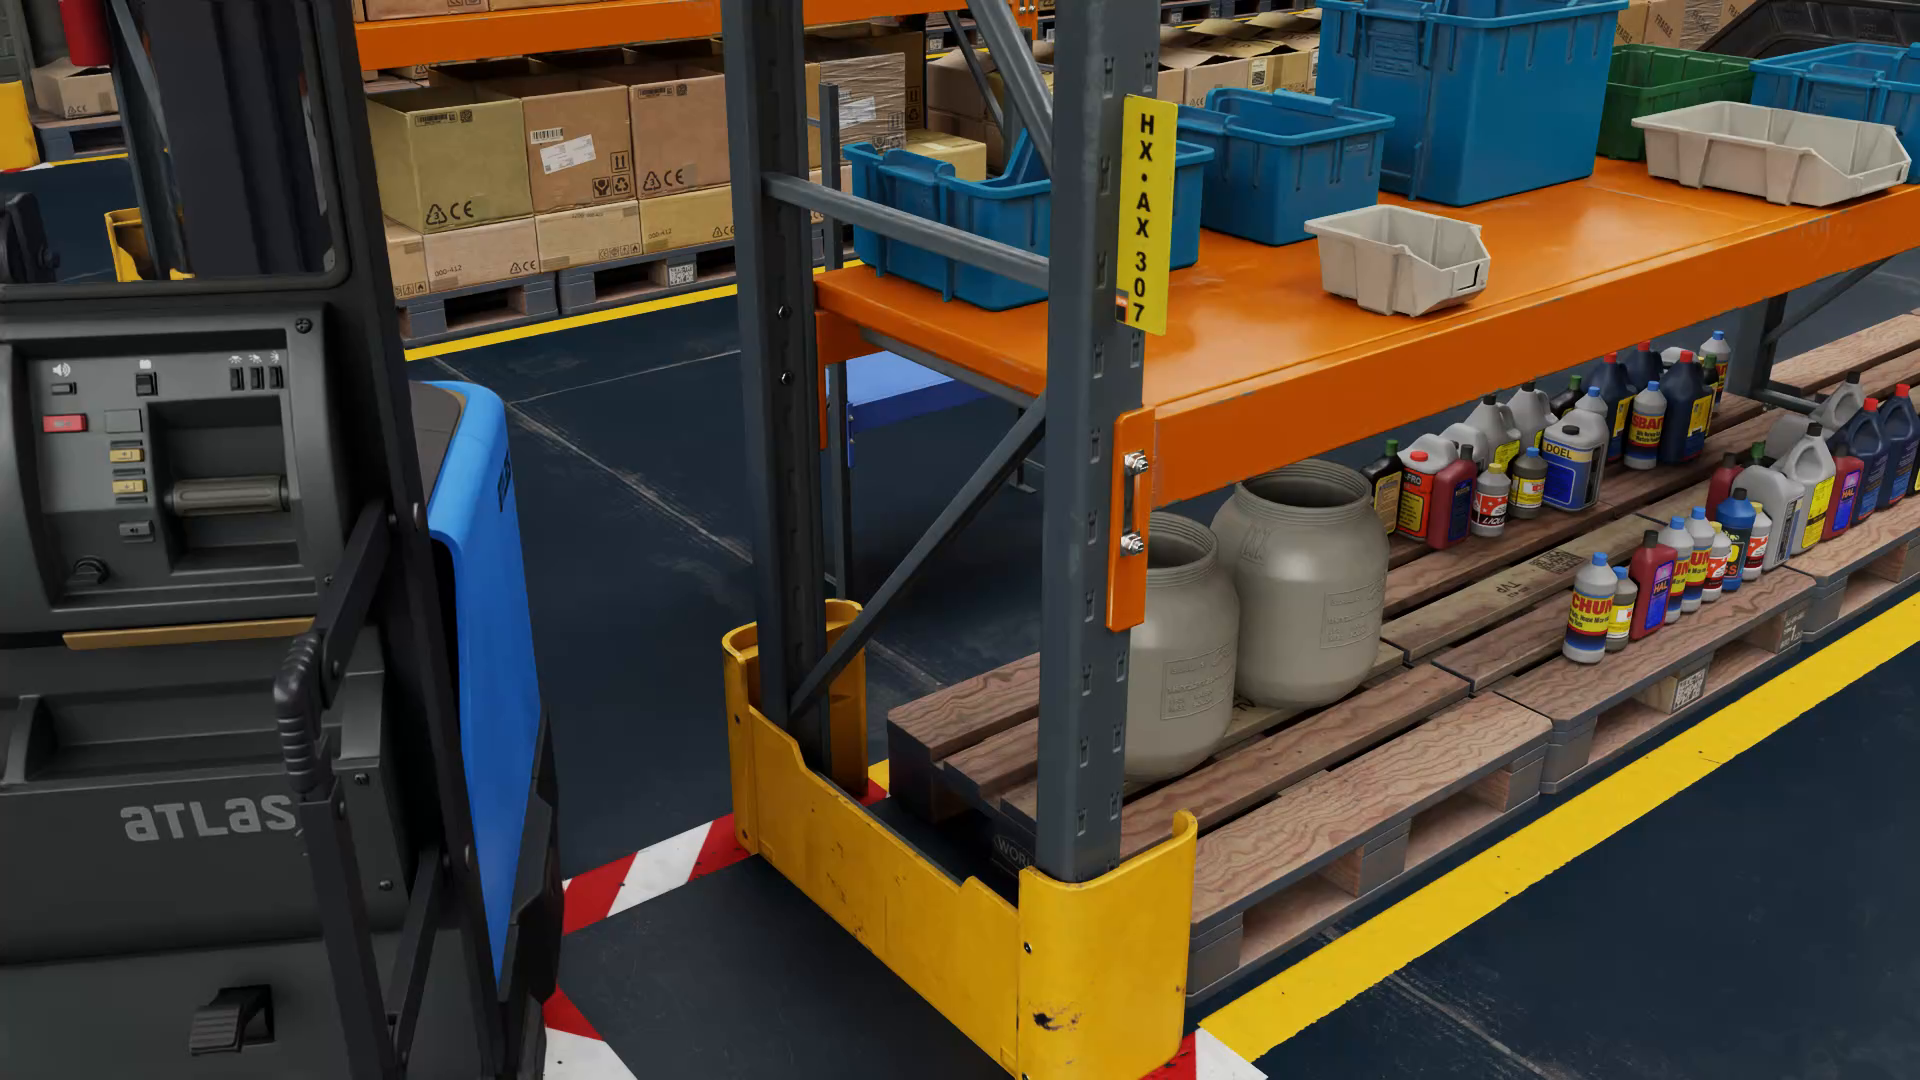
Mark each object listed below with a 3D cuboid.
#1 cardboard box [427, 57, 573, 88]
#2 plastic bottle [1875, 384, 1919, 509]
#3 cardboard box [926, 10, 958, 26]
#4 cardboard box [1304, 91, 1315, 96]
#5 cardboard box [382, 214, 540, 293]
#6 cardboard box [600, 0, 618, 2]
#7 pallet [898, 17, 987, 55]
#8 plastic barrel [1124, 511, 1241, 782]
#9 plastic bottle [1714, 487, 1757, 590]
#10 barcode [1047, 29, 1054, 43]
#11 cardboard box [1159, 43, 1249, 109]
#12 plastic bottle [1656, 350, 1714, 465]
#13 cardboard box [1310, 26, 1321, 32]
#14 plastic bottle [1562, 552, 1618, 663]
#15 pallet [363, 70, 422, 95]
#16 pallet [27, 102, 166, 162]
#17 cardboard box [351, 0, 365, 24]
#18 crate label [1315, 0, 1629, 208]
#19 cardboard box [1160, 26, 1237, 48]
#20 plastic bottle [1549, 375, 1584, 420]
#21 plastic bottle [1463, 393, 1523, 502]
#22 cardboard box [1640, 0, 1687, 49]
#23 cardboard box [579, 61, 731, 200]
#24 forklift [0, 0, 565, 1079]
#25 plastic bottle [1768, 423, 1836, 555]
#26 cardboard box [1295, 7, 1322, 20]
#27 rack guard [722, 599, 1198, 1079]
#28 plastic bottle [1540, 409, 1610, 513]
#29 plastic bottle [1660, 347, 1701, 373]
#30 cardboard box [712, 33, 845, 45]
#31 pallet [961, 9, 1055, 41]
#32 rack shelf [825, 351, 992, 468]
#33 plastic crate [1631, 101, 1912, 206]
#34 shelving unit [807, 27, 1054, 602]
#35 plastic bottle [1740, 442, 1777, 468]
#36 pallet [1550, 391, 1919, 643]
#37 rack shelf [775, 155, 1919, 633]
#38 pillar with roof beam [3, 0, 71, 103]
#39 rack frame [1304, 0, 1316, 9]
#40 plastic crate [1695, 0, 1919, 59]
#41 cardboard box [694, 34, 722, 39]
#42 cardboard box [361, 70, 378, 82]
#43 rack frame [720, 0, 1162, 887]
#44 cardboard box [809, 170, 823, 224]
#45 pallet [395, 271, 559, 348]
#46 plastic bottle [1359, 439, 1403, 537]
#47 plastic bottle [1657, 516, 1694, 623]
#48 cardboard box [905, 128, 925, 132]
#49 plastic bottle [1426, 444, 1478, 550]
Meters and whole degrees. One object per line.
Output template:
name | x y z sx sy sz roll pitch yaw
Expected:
cardboard box | -2.113 -1.939 7.742 0.500 0.500 0.500 -18 31 -34
plastic bottle | 2.743 -0.286 4.927 0.185 0.351 0.144 -19 31 -35
cardboard box | -0.428 -4.733 14.332 0.500 0.500 0.700 -18 30 -33
cardboard box | 2.101 -2.693 10.256 0.500 0.250 0.500 -17 30 -33
cardboard box | -2.179 -1.293 7.241 0.500 0.250 0.500 -18 31 -34
cardboard box | -1.538 -2.719 7.427 0.500 0.500 0.700 -17 30 -33
pallet | -0.510 -4.404 14.489 1.213 0.211 1.003 -18 31 -34
plastic barrel | 0.395 0.230 3.647 0.421 0.512 0.421 0 25 0
plastic bottle | 2.051 -0.009 4.425 0.097 0.271 0.097 0 25 0
barcode | 0.476 -2.622 8.643 0.075 0.075 0.001 -18 31 -34
cardboard box | 1.301 -2.678 9.559 0.500 0.311 0.500 -19 31 -36
plastic bottle | 2.270 -0.429 5.235 0.185 0.351 0.144 -18 31 -34
cardboard box | 2.501 -3.074 10.413 0.500 0.311 0.500 -19 31 -35
plastic bottle | 1.543 0.159 4.063 0.097 0.271 0.097 0 25 0
pallet | -4.509 -3.063 11.599 1.213 0.211 1.003 -18 31 -34
pallet | -5.468 -2.748 10.920 1.213 0.211 1.003 -18 31 -34
cardboard box | -2.754 -2.316 6.558 0.500 0.500 0.700 -18 31 -34
crate label | 1.206 -1.095 4.005 0.616 0.435 0.502 -18 31 -34
cardboard box | 1.358 -2.986 10.222 0.500 0.311 0.500 -19 31 -35
plastic bottle | 1.876 -0.368 5.183 0.133 0.283 0.061 -17 30 -32
plastic bottle | 1.551 -0.269 4.890 0.185 0.351 0.144 -17 30 -32
cardboard box | 4.914 -3.725 12.159 0.500 0.500 0.500 -19 31 -36
cardboard box | -1.388 -1.891 7.639 0.500 0.500 0.500 -18 31 -34
forklift | -1.228 -0.049 1.874 1.130 2.935 3.031 -4 25 -8
plastic bottle | 2.338 -0.152 4.639 0.185 0.351 0.144 -18 31 -34
cardboard box | 2.573 -3.390 11.094 0.500 0.311 0.500 -17 30 -32
rack guard | -0.045 0.587 3.392 0.348 0.500 1.175 -18 31 -34
plastic bottle | 1.809 -0.241 4.918 0.135 0.276 0.152 -18 31 -34
plastic bottle | 2.313 -0.484 5.443 0.135 0.276 0.152 -17 30 -32
cardboard box | -0.928 -2.327 8.577 0.500 0.500 0.500 -18 31 -34
pallet | 0.773 -4.787 15.313 1.213 0.211 1.003 -18 31 -34
rack shelf | -0.067 -0.495 4.962 1.000 0.185 0.538 -18 31 -34
plastic crate | 1.950 -0.925 3.994 0.437 0.136 0.530 -18 31 -34
shelving unit | -0.067 -0.658 4.887 1.048 1.500 0.538 -18 31 -34
plastic bottle | 2.254 -0.149 4.712 0.133 0.283 0.061 -18 31 -34
pallet | 2.518 -0.125 5.269 1.213 0.211 1.003 -18 31 -34
rack shelf | 1.498 -0.705 4.060 4.000 0.370 1.077 -18 31 -34
pillar with roof beam | -3.516 -5.557 6.534 0.400 9.000 9.100 -18 31 -34
rack frame | 3.254 -6.911 16.577 0.127 3.000 1.000 -18 31 -34
plastic crate | 2.581 -1.429 4.839 0.504 0.338 0.767 -18 31 -34
cardboard box | -2.097 -4.246 13.282 0.500 0.500 0.700 -19 31 -35
cardboard box | -4.312 -3.330 11.726 0.250 0.149 0.380 -21 32 -38
rack frame | -0.076 -0.512 2.789 0.127 3.000 1.000 -18 31 -34
cardboard box | -0.996 -1.682 8.078 0.500 0.250 0.500 -18 31 -34
pallet | -2.553 -1.101 7.372 1.213 0.211 1.003 -18 31 -34
plastic bottle | 1.180 -0.138 4.688 0.133 0.283 0.061 -17 30 -33
plastic bottle | 1.813 0.070 4.255 0.097 0.271 0.097 0 25 0
cardboard box | -0.534 -2.116 9.013 0.500 0.250 0.500 -18 31 -34
plastic bottle | 1.380 -0.123 4.655 0.133 0.283 0.061 -18 31 -34
